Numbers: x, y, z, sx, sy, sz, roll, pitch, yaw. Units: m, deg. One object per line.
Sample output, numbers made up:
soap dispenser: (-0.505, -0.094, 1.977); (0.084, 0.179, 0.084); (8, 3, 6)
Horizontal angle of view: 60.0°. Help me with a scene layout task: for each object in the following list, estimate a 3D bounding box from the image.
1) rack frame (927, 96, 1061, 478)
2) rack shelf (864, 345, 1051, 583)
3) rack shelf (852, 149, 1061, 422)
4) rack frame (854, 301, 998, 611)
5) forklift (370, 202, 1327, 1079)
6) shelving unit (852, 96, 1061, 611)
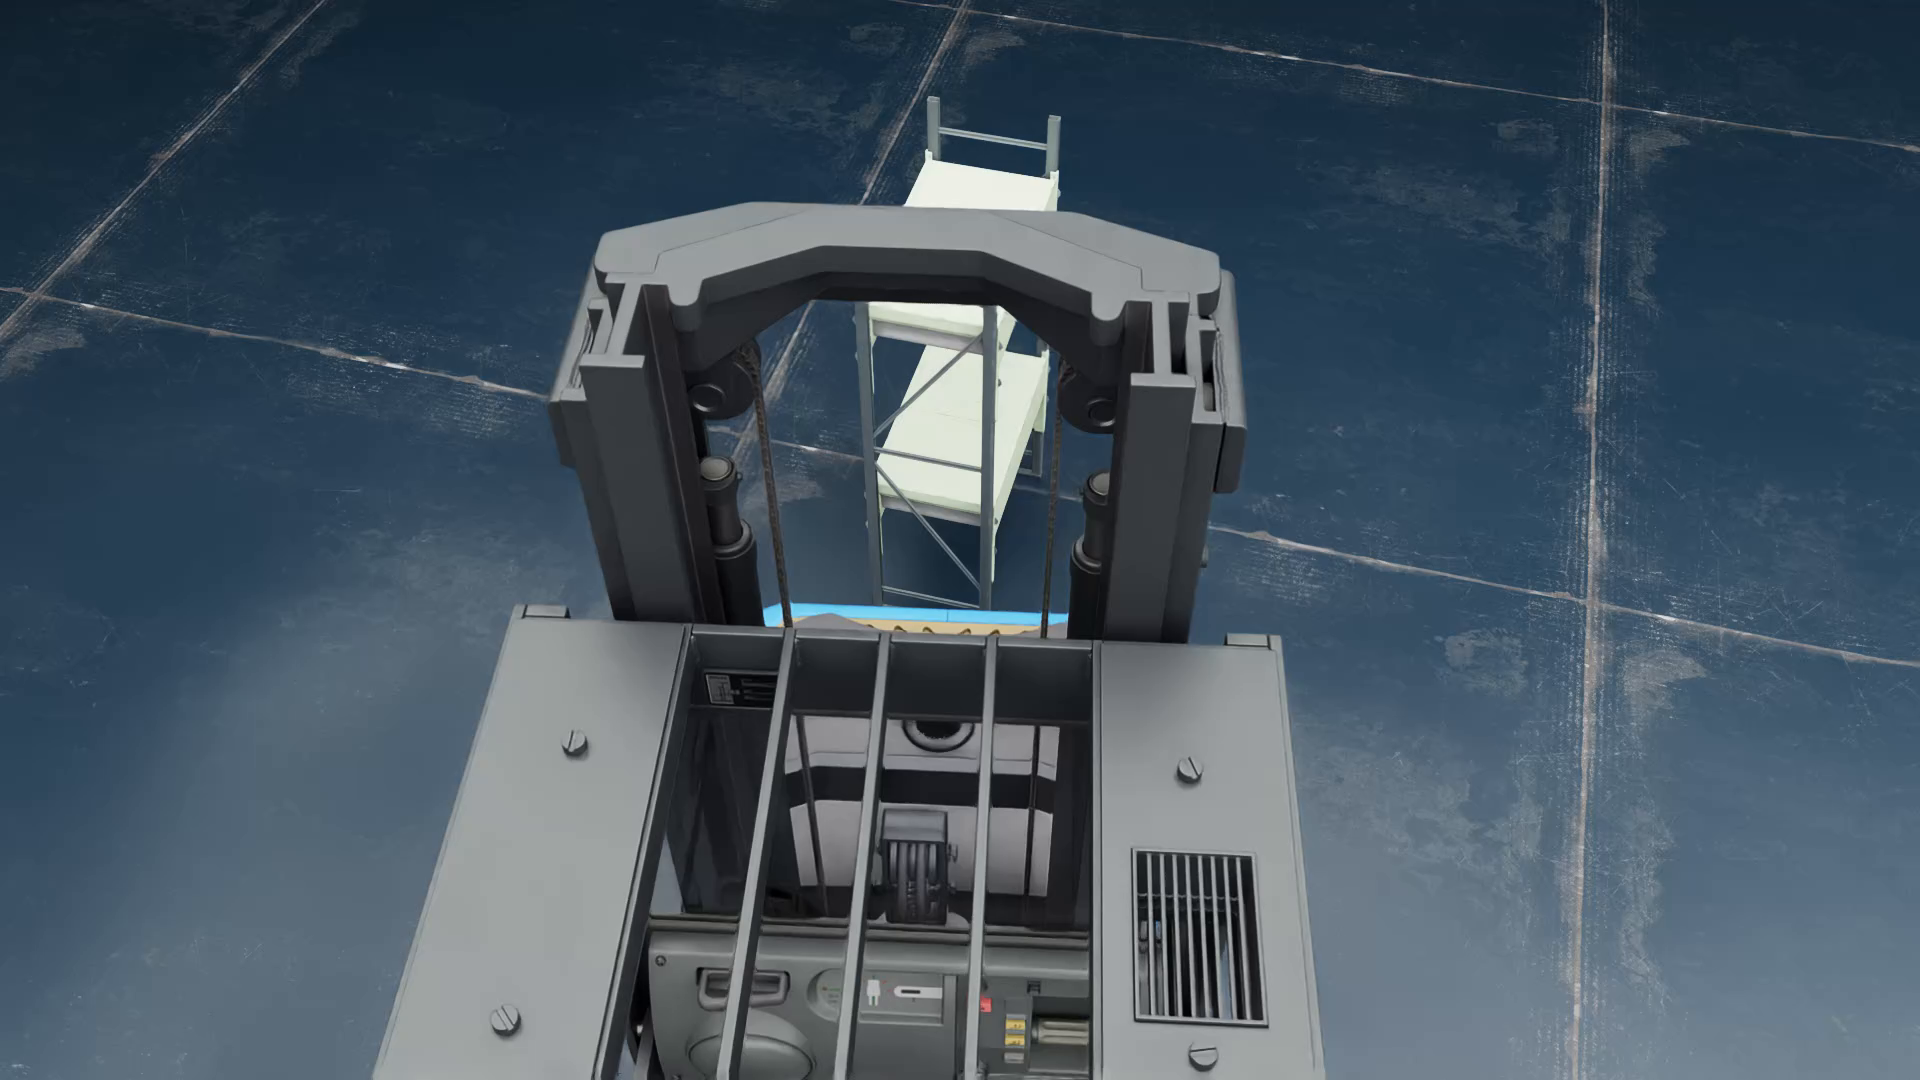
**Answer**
rack frame: (0.098, -0.766, 5.426); (0.400, 1.500, 0.023); (12, 50, 10)
rack shelf: (0.002, -0.285, 5.436); (0.431, 0.370, 0.720); (12, 50, 10)
rack shelf: (0.002, -0.759, 4.899); (0.431, 0.370, 0.720); (12, 50, 10)
rack frame: (-0.095, -0.236, 4.958); (0.400, 1.500, 0.023); (12, 50, 10)
forklift: (-0.108, 1.019, 2.895); (1.130, 2.935, 3.031); (2, 49, 2)
shelving unit: (0.002, -0.501, 5.192); (0.431, 1.500, 0.755); (12, 50, 10)
